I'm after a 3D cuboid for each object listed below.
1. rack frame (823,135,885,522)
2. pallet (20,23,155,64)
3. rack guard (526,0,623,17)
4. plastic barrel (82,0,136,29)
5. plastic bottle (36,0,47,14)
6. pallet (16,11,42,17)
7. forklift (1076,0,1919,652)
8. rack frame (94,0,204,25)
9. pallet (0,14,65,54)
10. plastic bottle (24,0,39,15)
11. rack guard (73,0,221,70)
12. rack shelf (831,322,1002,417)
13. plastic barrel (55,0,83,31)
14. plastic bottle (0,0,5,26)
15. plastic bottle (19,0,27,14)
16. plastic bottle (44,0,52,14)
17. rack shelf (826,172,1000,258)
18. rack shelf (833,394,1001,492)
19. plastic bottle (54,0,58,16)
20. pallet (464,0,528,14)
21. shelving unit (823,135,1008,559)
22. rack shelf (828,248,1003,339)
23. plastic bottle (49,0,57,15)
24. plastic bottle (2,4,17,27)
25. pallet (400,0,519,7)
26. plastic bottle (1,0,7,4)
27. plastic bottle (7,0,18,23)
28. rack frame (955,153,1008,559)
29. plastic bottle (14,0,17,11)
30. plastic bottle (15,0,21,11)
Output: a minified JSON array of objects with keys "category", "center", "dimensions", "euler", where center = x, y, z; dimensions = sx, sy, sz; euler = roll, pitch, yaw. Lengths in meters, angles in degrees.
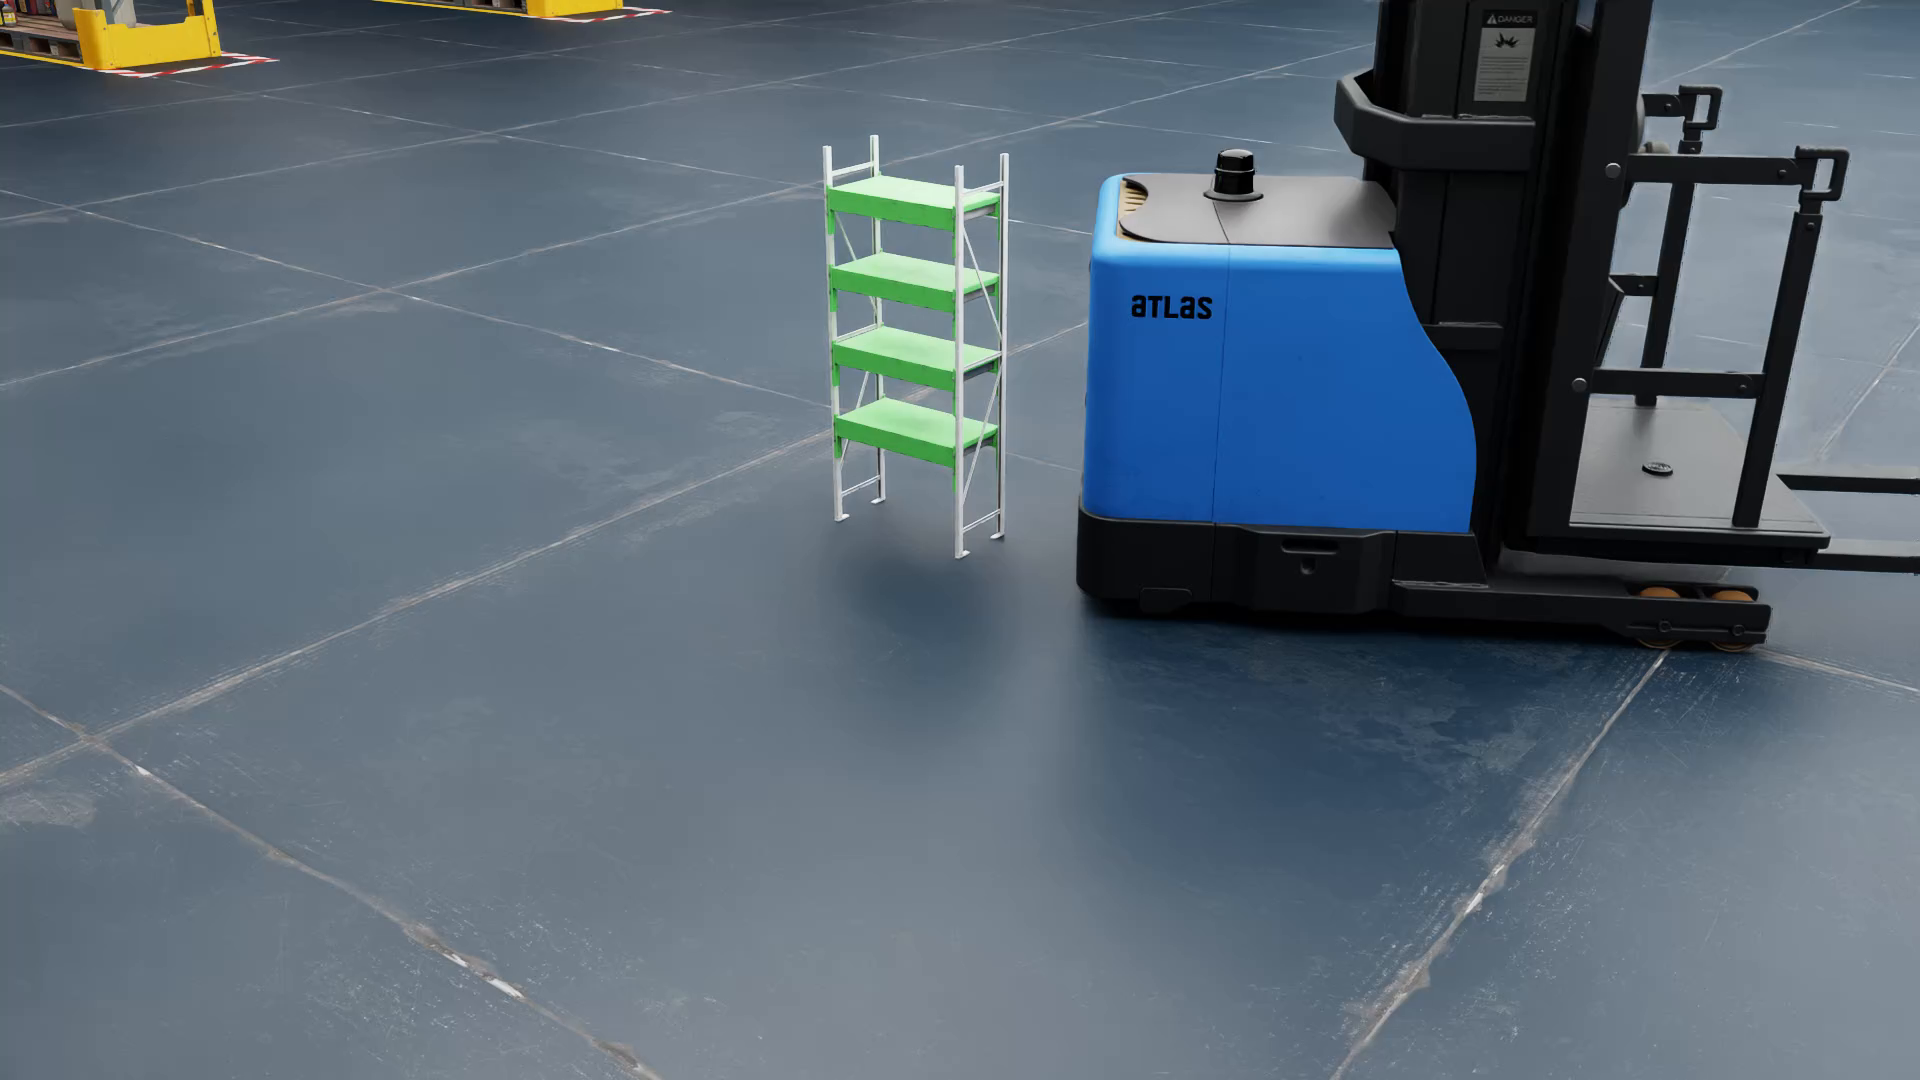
[{"category":"rack frame","center":[-0.328,-0.648,5.233],"dimensions":[0.015,1.200,0.240],"euler":[17,29,33]},{"category":"pallet","center":[-7.990,-4.662,15.569],"dimensions":[1.213,0.211,1.003],"euler":[17,29,33]},{"category":"rack guard","center":[-4.345,-6.209,18.722],"dimensions":[0.348,0.500,1.175],"euler":[17,29,33]},{"category":"plastic barrel","center":[-7.827,-4.925,15.272],"dimensions":[0.421,0.512,0.421],"euler":[0,24,0]},{"category":"plastic bottle","center":[-9.227,-5.431,16.688],"dimensions":[0.135,0.276,0.152],"euler":[17,29,34]},{"category":"pallet","center":[-9.943,-5.252,16.908],"dimensions":[1.213,0.211,1.003],"euler":[17,29,33]},{"category":"forklift","center":[1.886,-1.260,4.475],"dimensions":[3.031,2.935,1.130],"euler":[2,24,6]},{"category":"rack frame","center":[-7.254,-5.737,14.550],"dimensions":[0.127,3.000,1.000],"euler":[17,29,33]},{"category":"pallet","center":[-8.962,-4.957,16.239],"dimensions":[1.213,0.211,1.003],"euler":[17,29,33]},{"category":"plastic bottle","center":[-9.291,-5.400,16.609],"dimensions":[0.133,0.283,0.061],"euler":[17,29,33]},{"category":"rack guard","center":[-7.343,-4.596,15.061],"dimensions":[0.348,0.500,1.175],"euler":[17,29,33]},{"category":"rack shelf","center":[-0.132,-0.531,5.125],"dimensions":[0.480,0.148,0.258],"euler":[17,29,33]},{"category":"plastic barrel","center":[-8.228,-5.046,15.547],"dimensions":[0.421,0.512,0.421],"euler":[0,24,0]},{"category":"plastic bottle","center":[-9.091,-5.020,15.746],"dimensions":[0.133,0.283,0.061],"euler":[18,29,35]},{"category":"plastic bottle","center":[-9.396,-5.436,16.690],"dimensions":[0.133,0.283,0.061],"euler":[17,29,33]},{"category":"plastic bottle","center":[-9.116,-5.377,16.659],"dimensions":[0.097,0.201,0.097],"euler":[0,24,0]},{"category":"rack shelf","center":[-0.132,-0.970,4.931],"dimensions":[0.480,0.148,0.258],"euler":[17,29,33]},{"category":"rack shelf","center":[-0.132,-0.311,5.221],"dimensions":[0.480,0.148,0.258],"euler":[17,29,33]},{"category":"plastic bottle","center":[-8.952,-5.327,16.546],"dimensions":[0.097,0.201,0.097],"euler":[0,24,0]},{"category":"pallet","center":[-4.973,-6.285,19.252],"dimensions":[1.213,0.211,1.003],"euler":[17,29,33]},{"category":"shelving unit","center":[-0.132,-0.589,5.099],"dimensions":[0.503,1.200,0.258],"euler":[17,29,33]},{"category":"rack shelf","center":[-0.132,-0.750,5.028],"dimensions":[0.480,0.148,0.258],"euler":[17,29,33]},{"category":"plastic bottle","center":[-9.035,-5.384,16.589],"dimensions":[0.097,0.271,0.097],"euler":[0,24,0]},{"category":"plastic bottle","center":[-8.987,-4.960,15.712],"dimensions":[0.097,0.201,0.097],"euler":[0,24,0]},{"category":"pallet","center":[-5.945,-6.580,19.922],"dimensions":[1.213,0.211,1.003],"euler":[17,29,33]},{"category":"plastic bottle","center":[-9.172,-5.064,15.855],"dimensions":[0.135,0.276,0.152],"euler":[17,29,34]},{"category":"plastic bottle","center":[-9.109,-5.102,15.932],"dimensions":[0.133,0.283,0.061],"euler":[17,29,33]},{"category":"rack frame","center":[0.063,-0.530,4.965],"dimensions":[0.015,1.200,0.240],"euler":[17,29,33]},{"category":"plastic bottle","center":[-9.682,-5.496,16.836],"dimensions":[0.135,0.276,0.152],"euler":[17,29,33]},{"category":"plastic bottle","center":[-9.613,-5.584,16.943],"dimensions":[0.185,0.351,0.144],"euler":[15,28,31]}]
